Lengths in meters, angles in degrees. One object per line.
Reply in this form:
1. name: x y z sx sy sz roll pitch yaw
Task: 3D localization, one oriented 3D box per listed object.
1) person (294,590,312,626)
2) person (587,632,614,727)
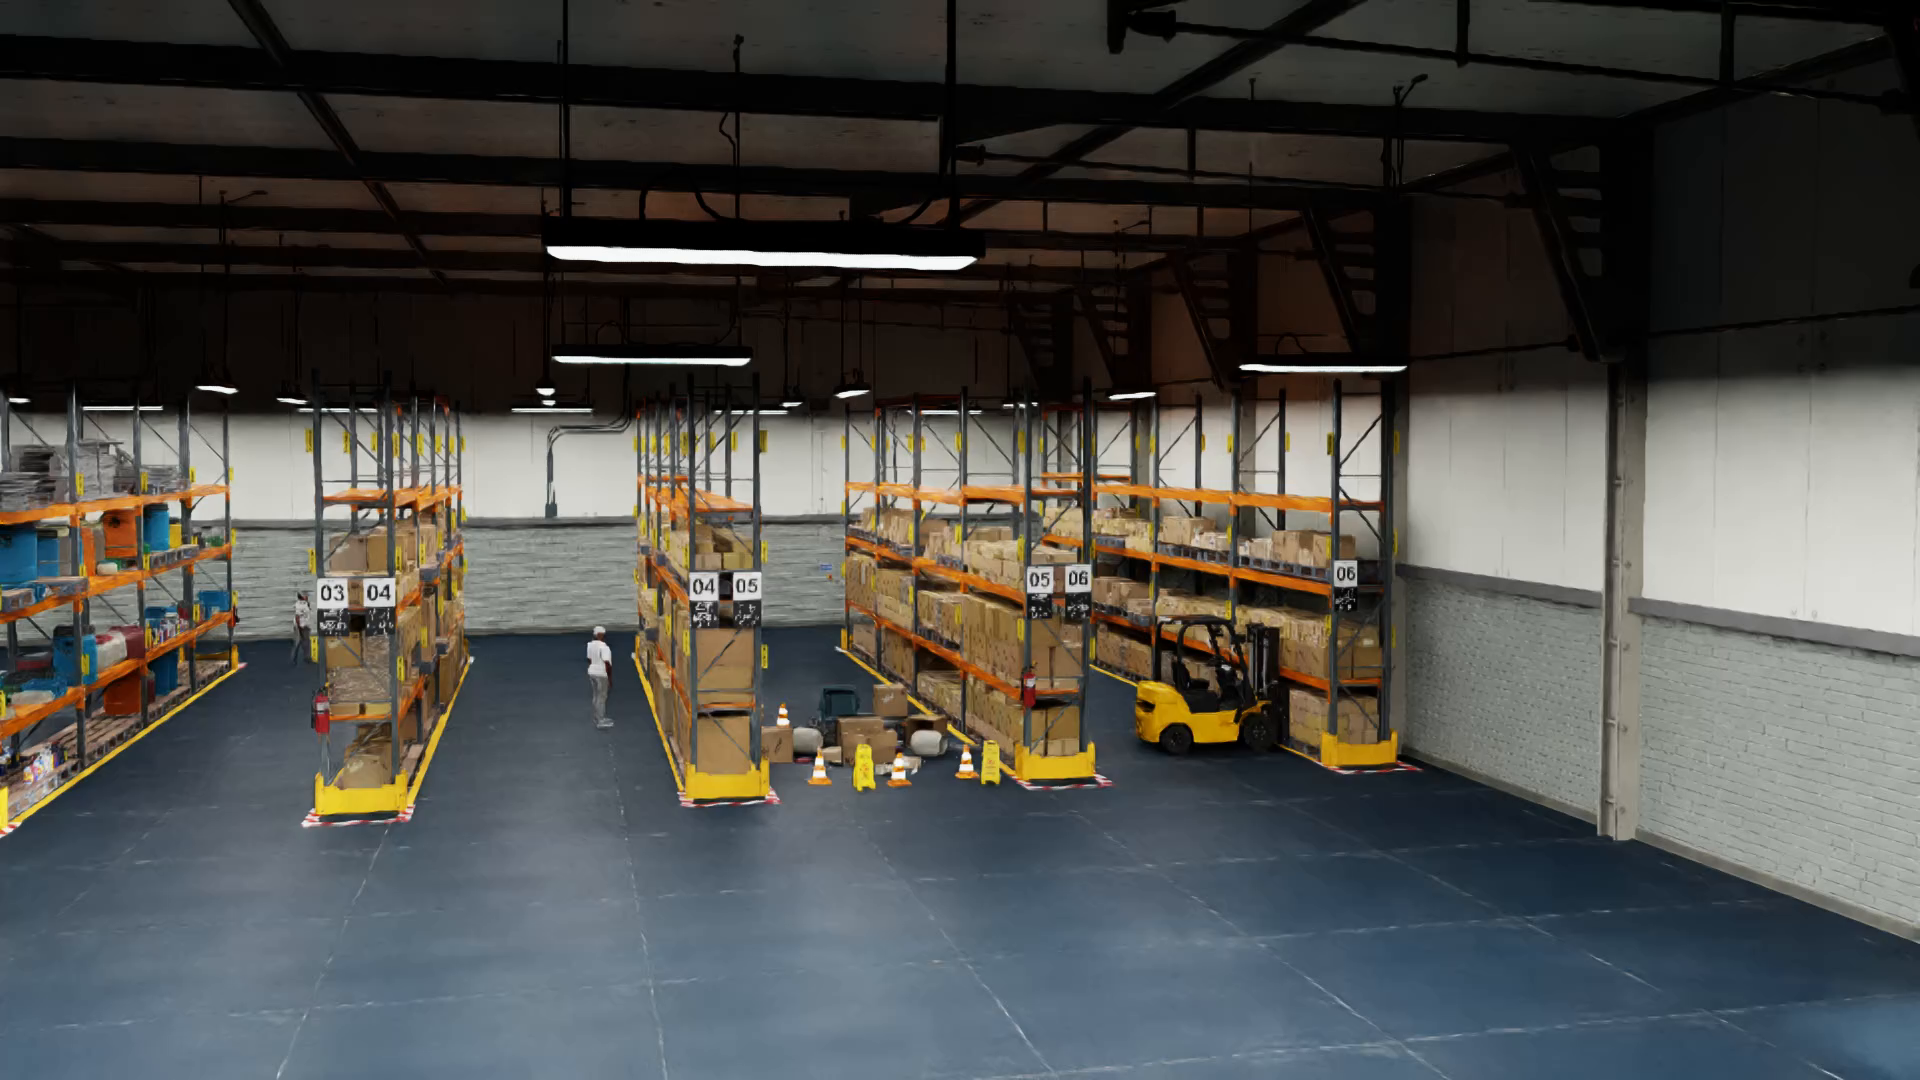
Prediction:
1. person: -14.991 1.536 37.924 0.311 0.807 0.399 1 3 9
2. person: -6.344 2.416 29.504 0.452 1.732 0.632 -3 5 -45
